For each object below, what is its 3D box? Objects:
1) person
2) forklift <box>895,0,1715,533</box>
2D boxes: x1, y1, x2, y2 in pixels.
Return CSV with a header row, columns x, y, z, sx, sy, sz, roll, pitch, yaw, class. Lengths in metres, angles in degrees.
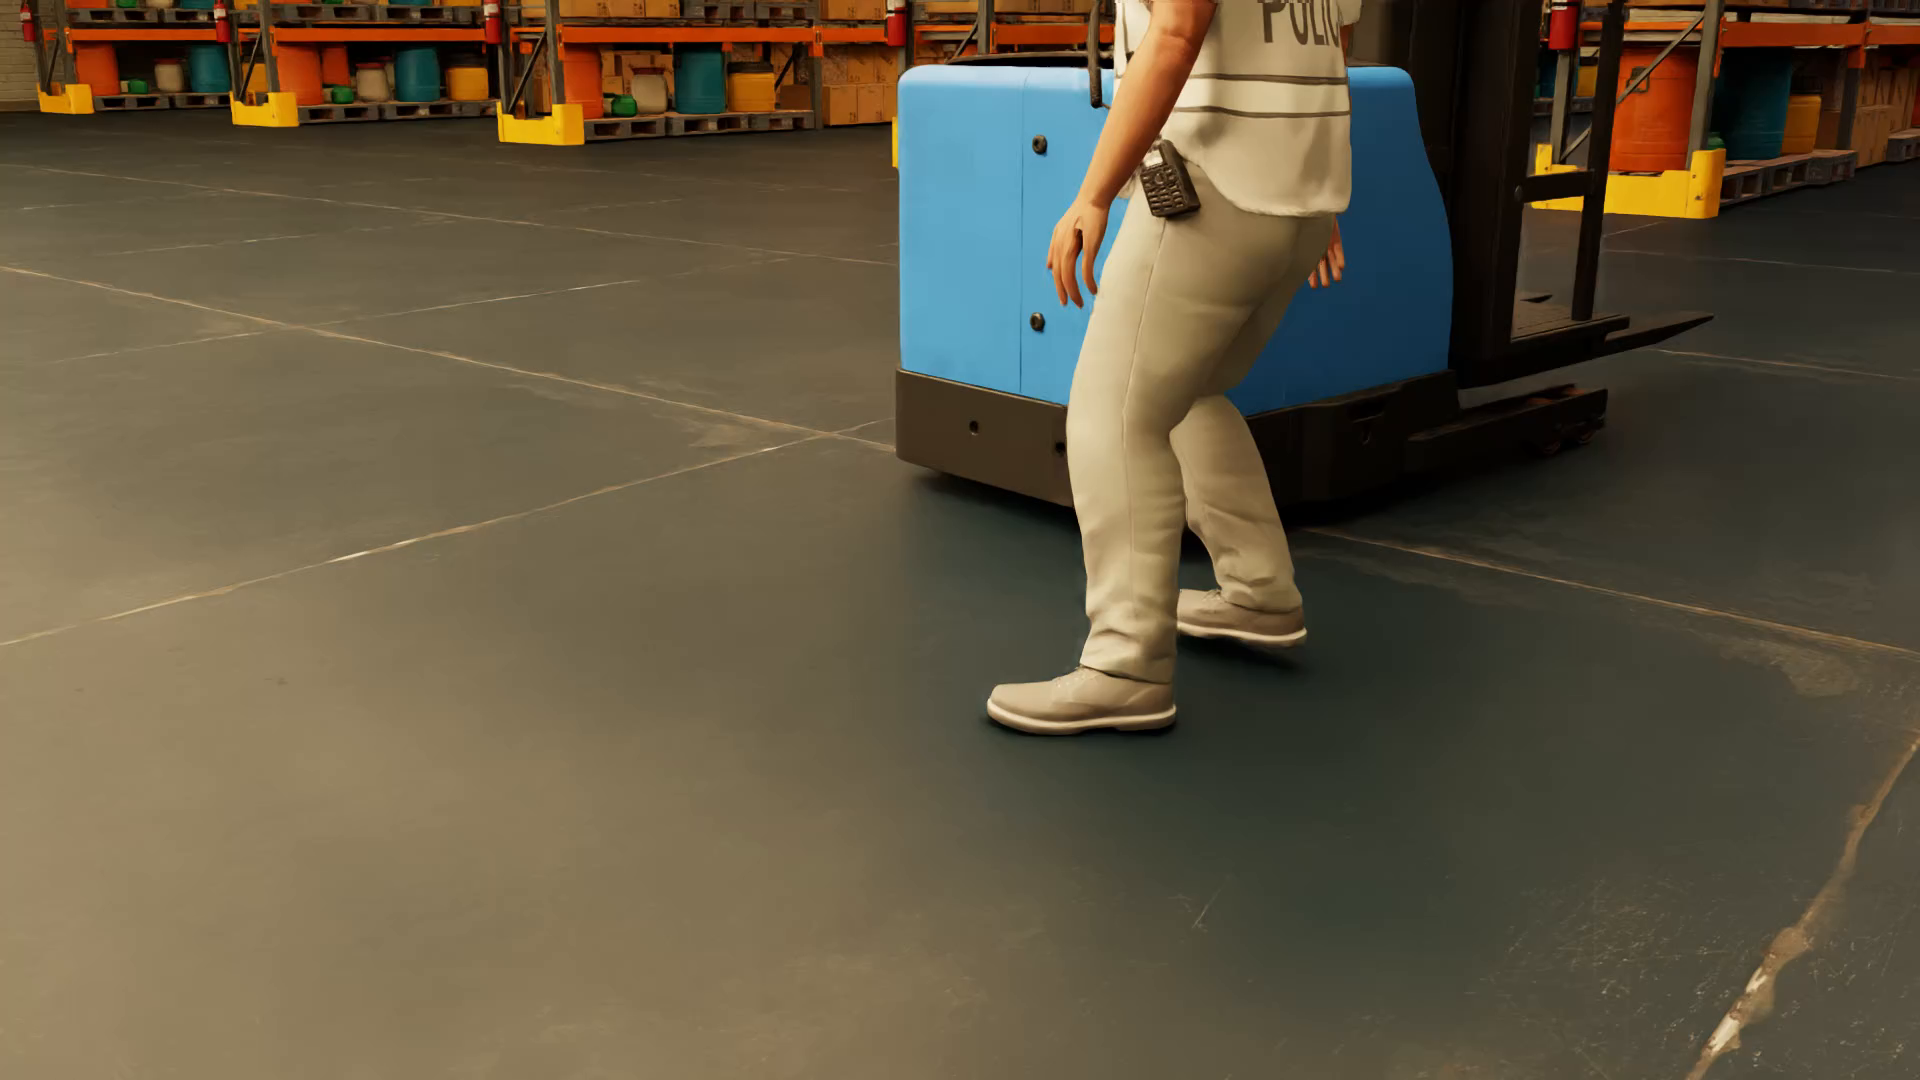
x,y,z,sx,sy,sz,roll,pitch,yaw,class
0.427,-0.573,2.867,0.417,1.724,0.831,11,20,31,person
1.260,-1.745,4.643,3.031,2.935,1.130,-15,22,-40,forklift
